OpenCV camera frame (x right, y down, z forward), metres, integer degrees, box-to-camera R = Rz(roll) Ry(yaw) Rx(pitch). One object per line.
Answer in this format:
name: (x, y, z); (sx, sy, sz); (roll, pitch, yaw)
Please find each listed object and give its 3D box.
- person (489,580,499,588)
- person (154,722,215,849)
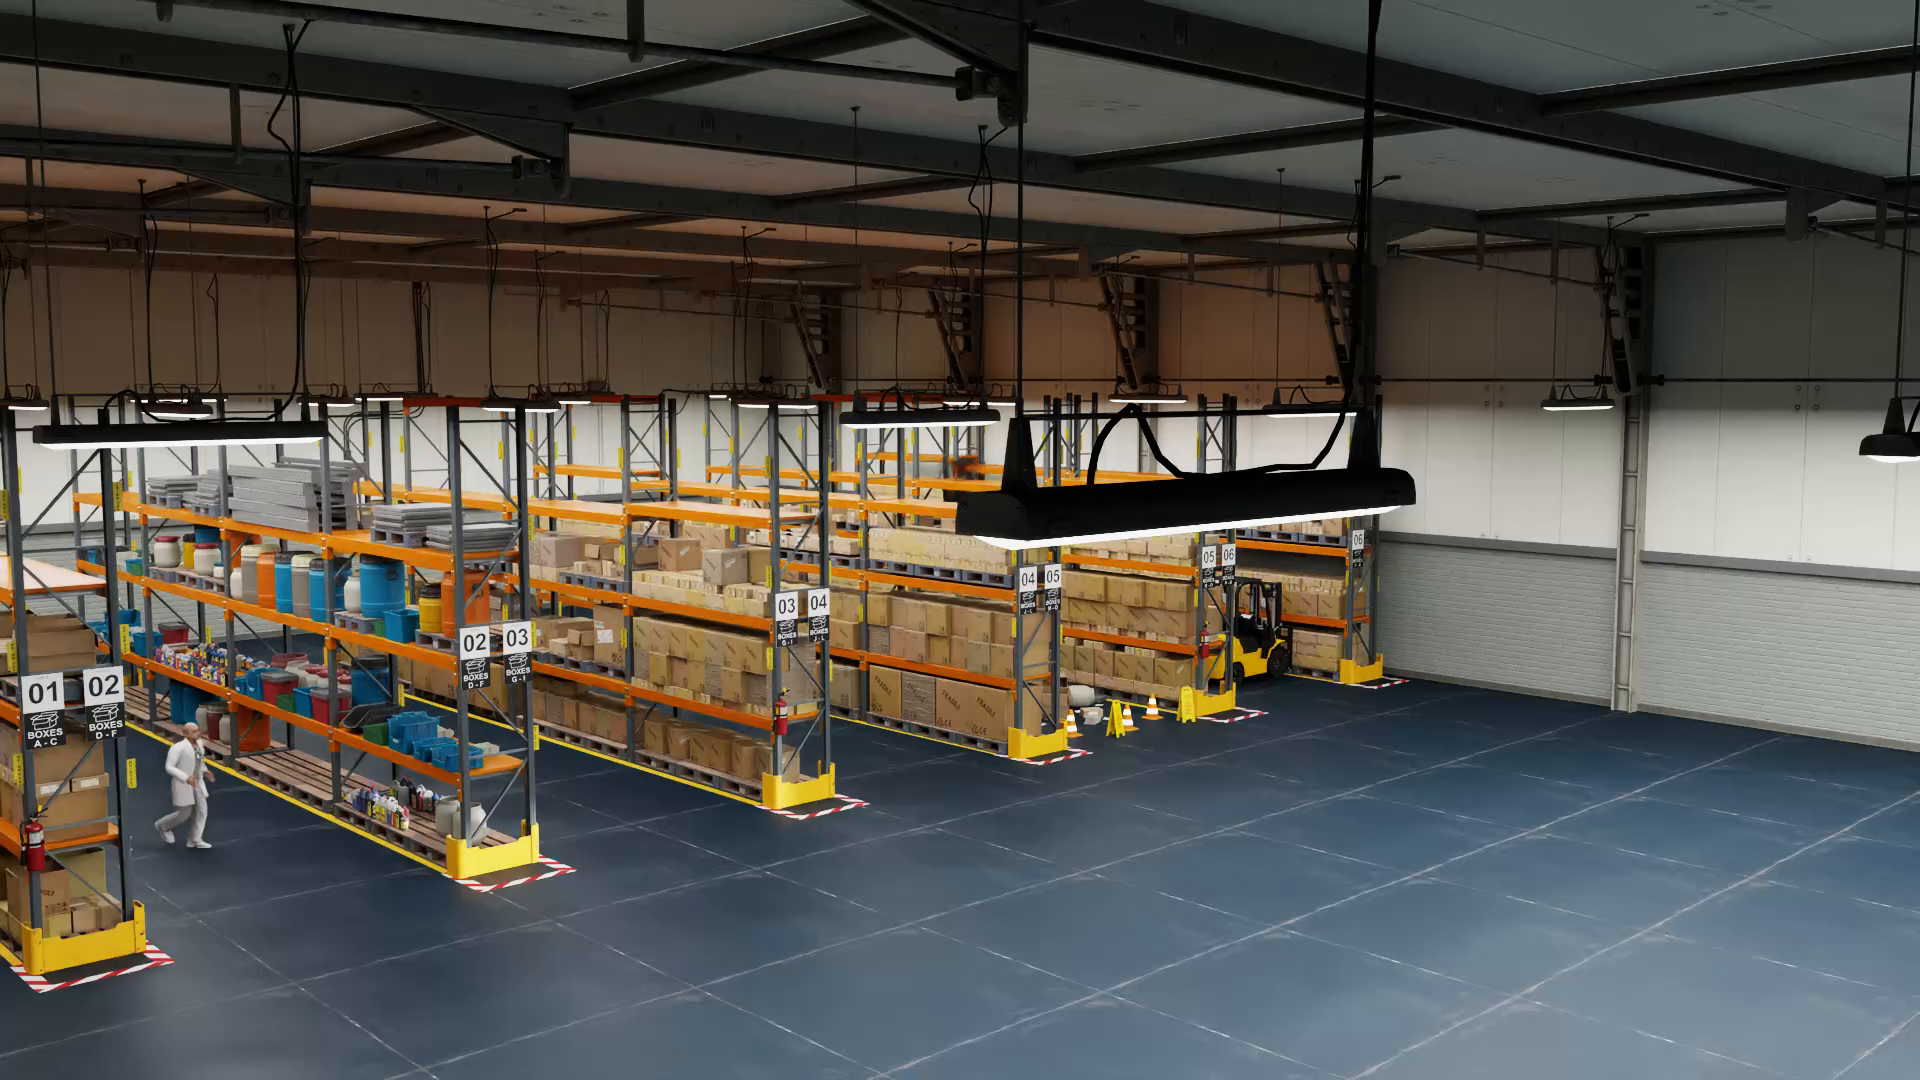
person: (-11.040, 1.730, 39.002); (0.756, 1.705, 0.682); (5, 7, 42)
person: (-10.513, 3.313, 22.456); (0.844, 1.720, 0.709); (2, 6, 20)
